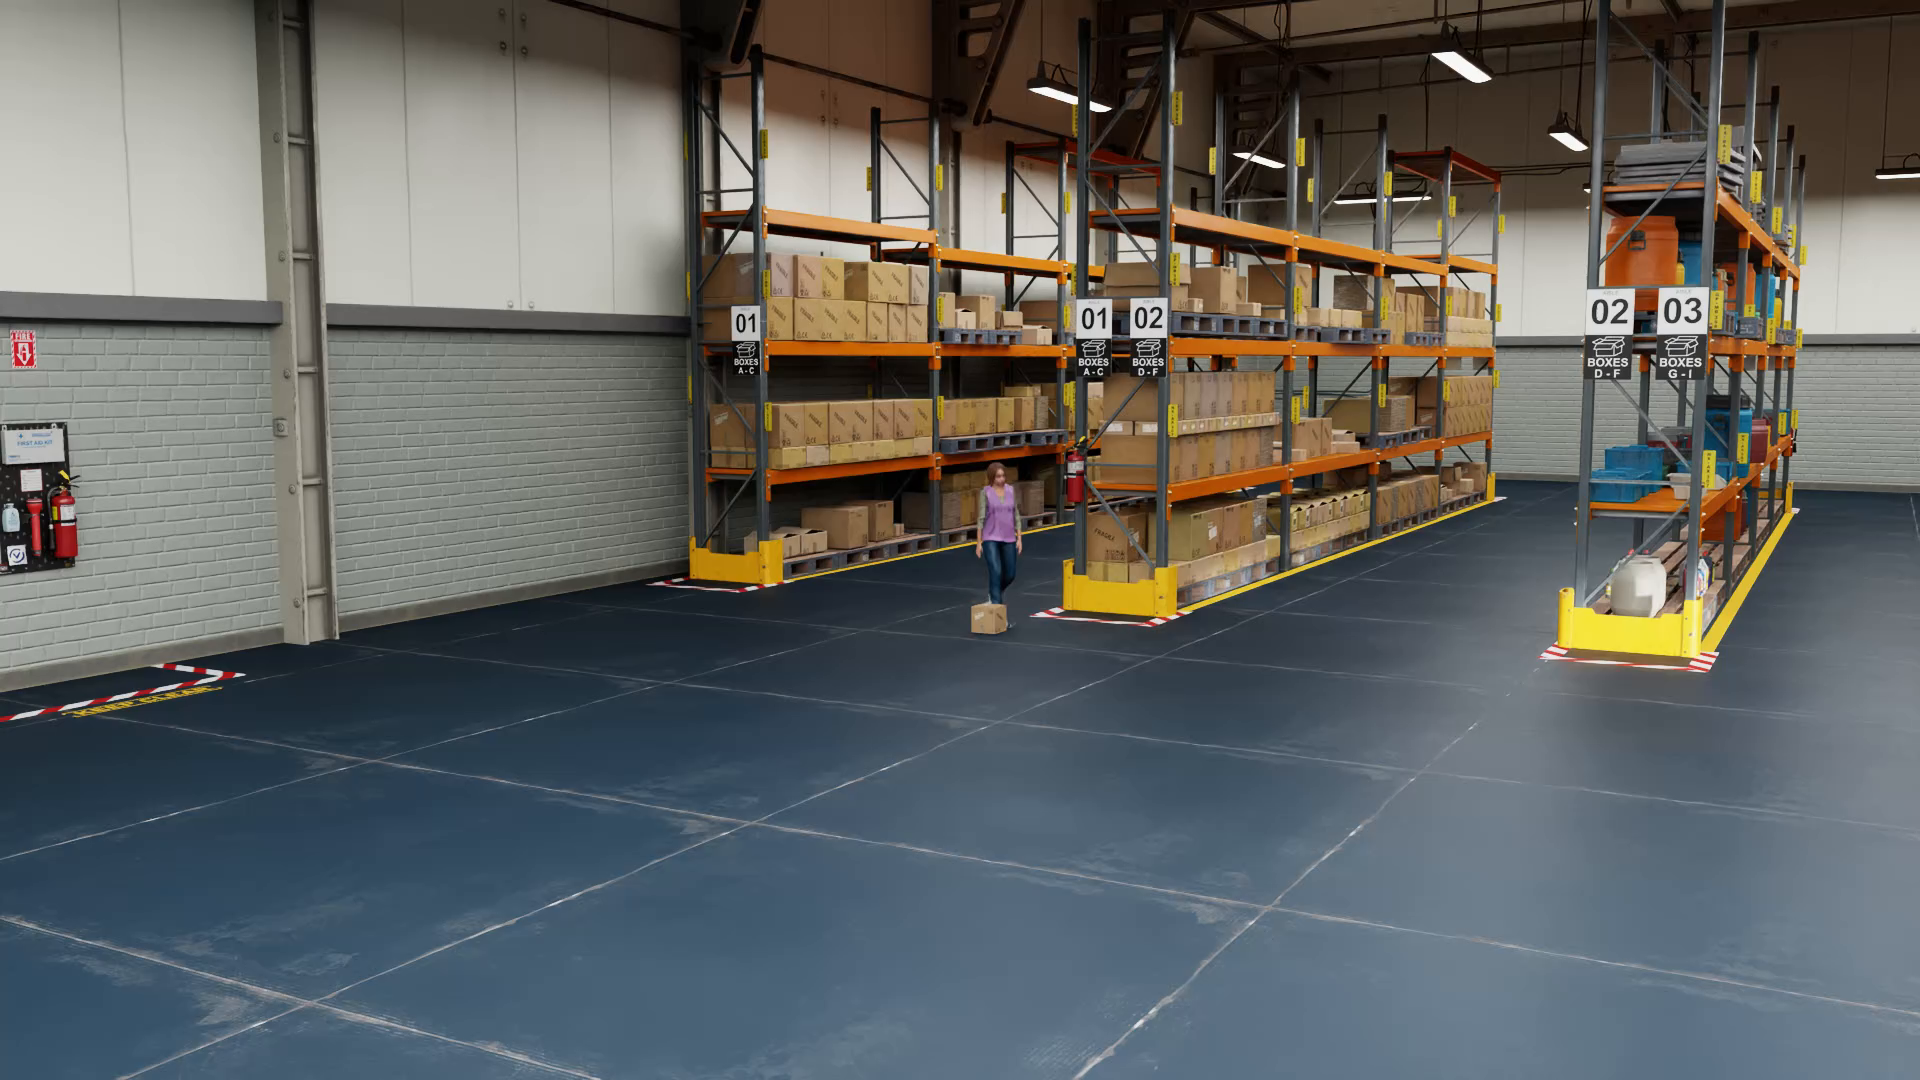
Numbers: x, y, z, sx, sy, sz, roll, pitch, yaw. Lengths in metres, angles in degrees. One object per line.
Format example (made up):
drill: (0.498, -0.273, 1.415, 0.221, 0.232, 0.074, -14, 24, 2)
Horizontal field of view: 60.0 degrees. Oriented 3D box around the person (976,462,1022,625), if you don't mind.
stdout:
person: (0.379, 0.021, 16.352, 0.456, 1.575, 0.736, -2, 7, -21)
